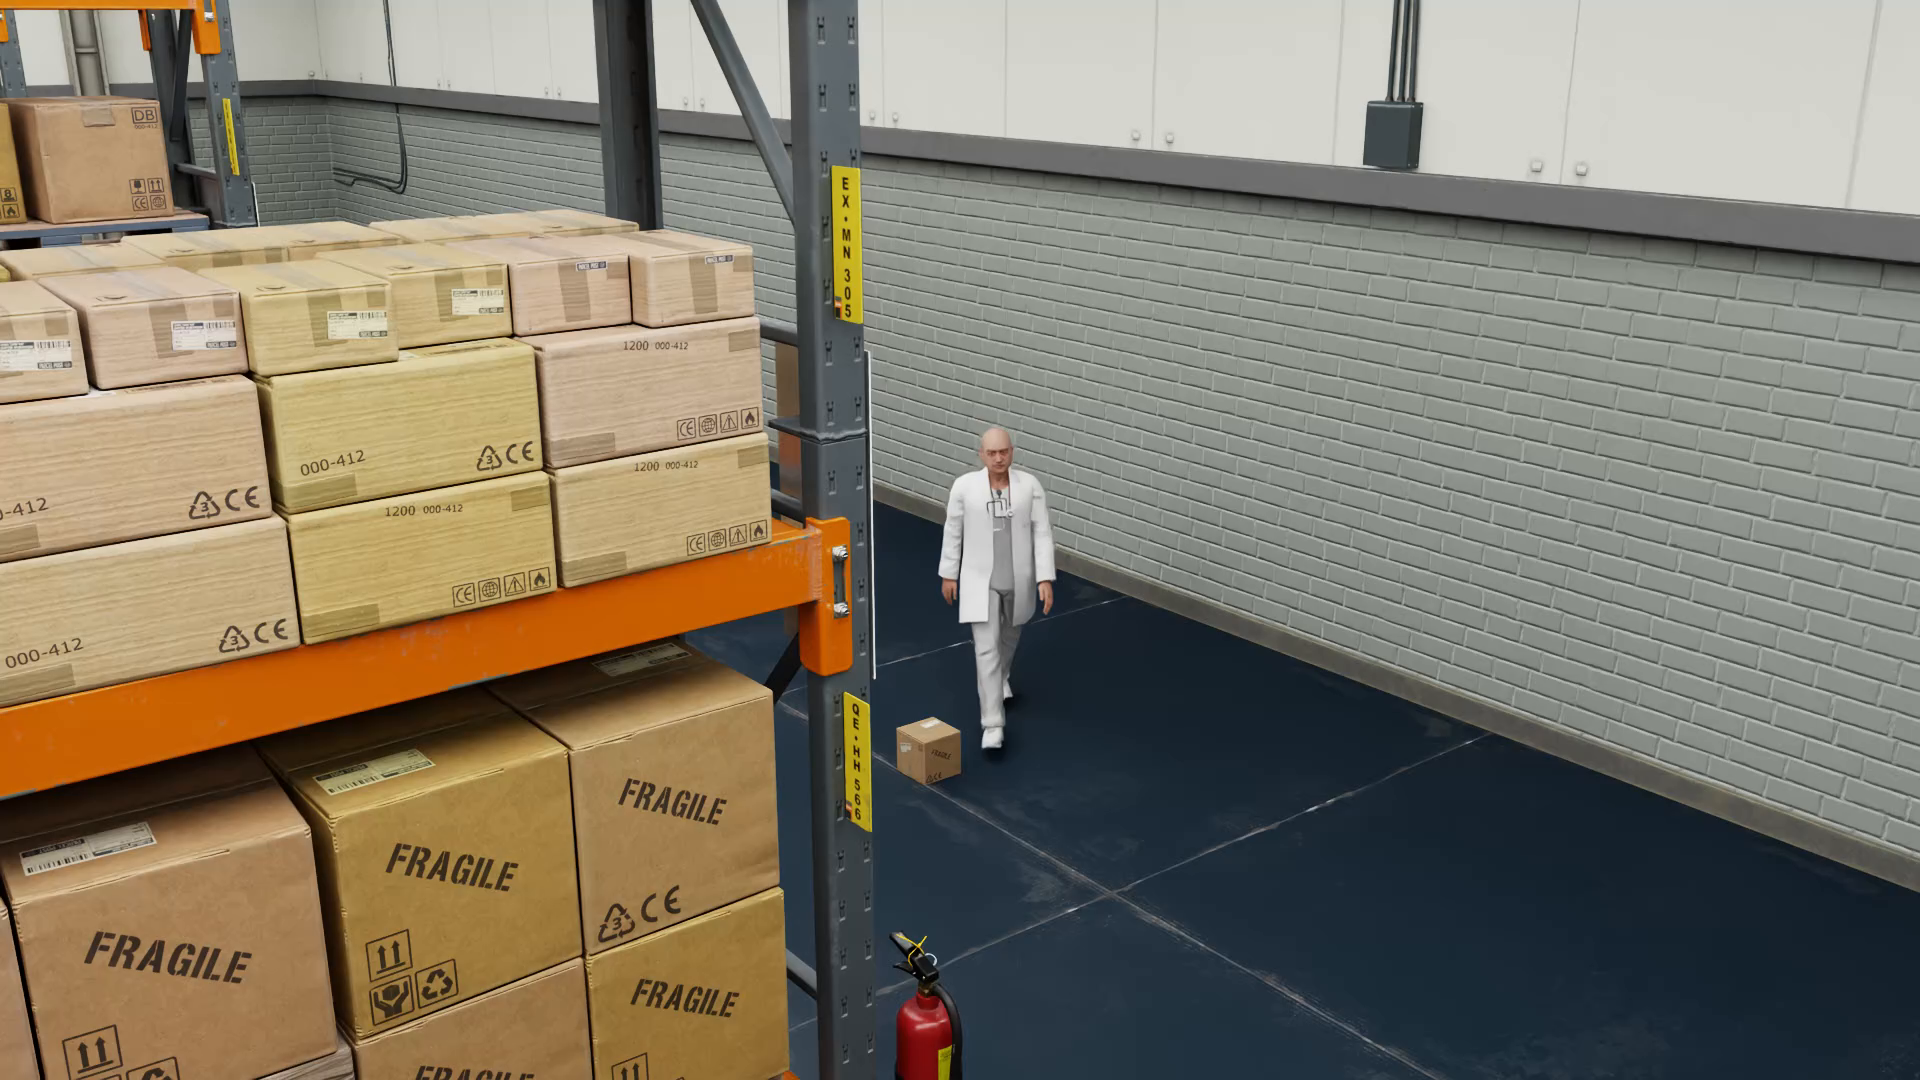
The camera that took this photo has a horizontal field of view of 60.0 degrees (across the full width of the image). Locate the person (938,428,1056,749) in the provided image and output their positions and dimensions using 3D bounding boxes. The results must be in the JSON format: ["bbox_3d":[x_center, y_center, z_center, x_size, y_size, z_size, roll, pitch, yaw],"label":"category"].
[{"bbox_3d":[0.214,0.229,9.373,0.615,1.740,1.096,-4,18,-11],"label":"person"}]
